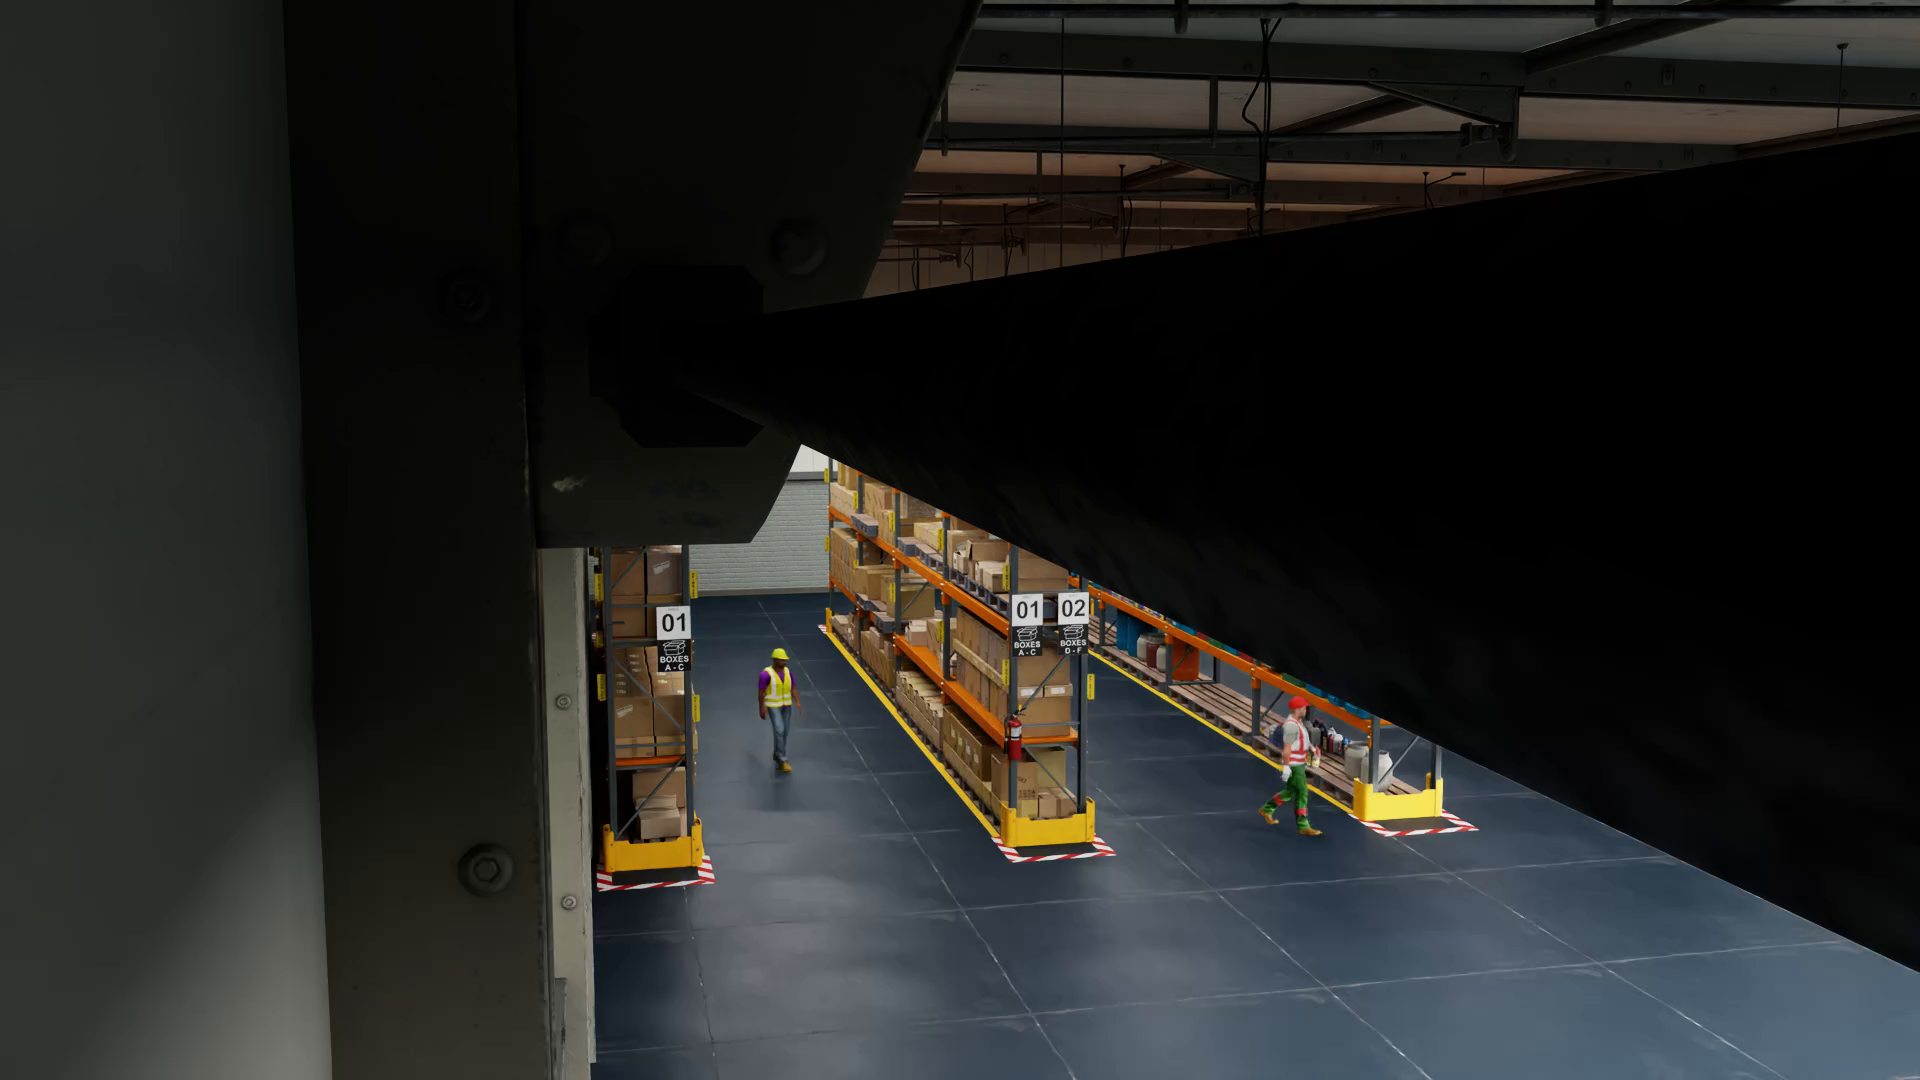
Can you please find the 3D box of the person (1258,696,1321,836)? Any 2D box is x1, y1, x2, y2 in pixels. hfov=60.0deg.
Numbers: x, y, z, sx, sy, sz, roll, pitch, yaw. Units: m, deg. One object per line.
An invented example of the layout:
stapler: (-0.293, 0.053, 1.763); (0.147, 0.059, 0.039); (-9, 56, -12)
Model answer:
person: (4.288, 2.899, 21.562); (0.824, 1.776, 0.587); (2, 7, 15)

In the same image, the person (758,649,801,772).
person: (-2.633, 2.527, 24.874); (0.596, 1.773, 0.790); (-6, 9, -40)
